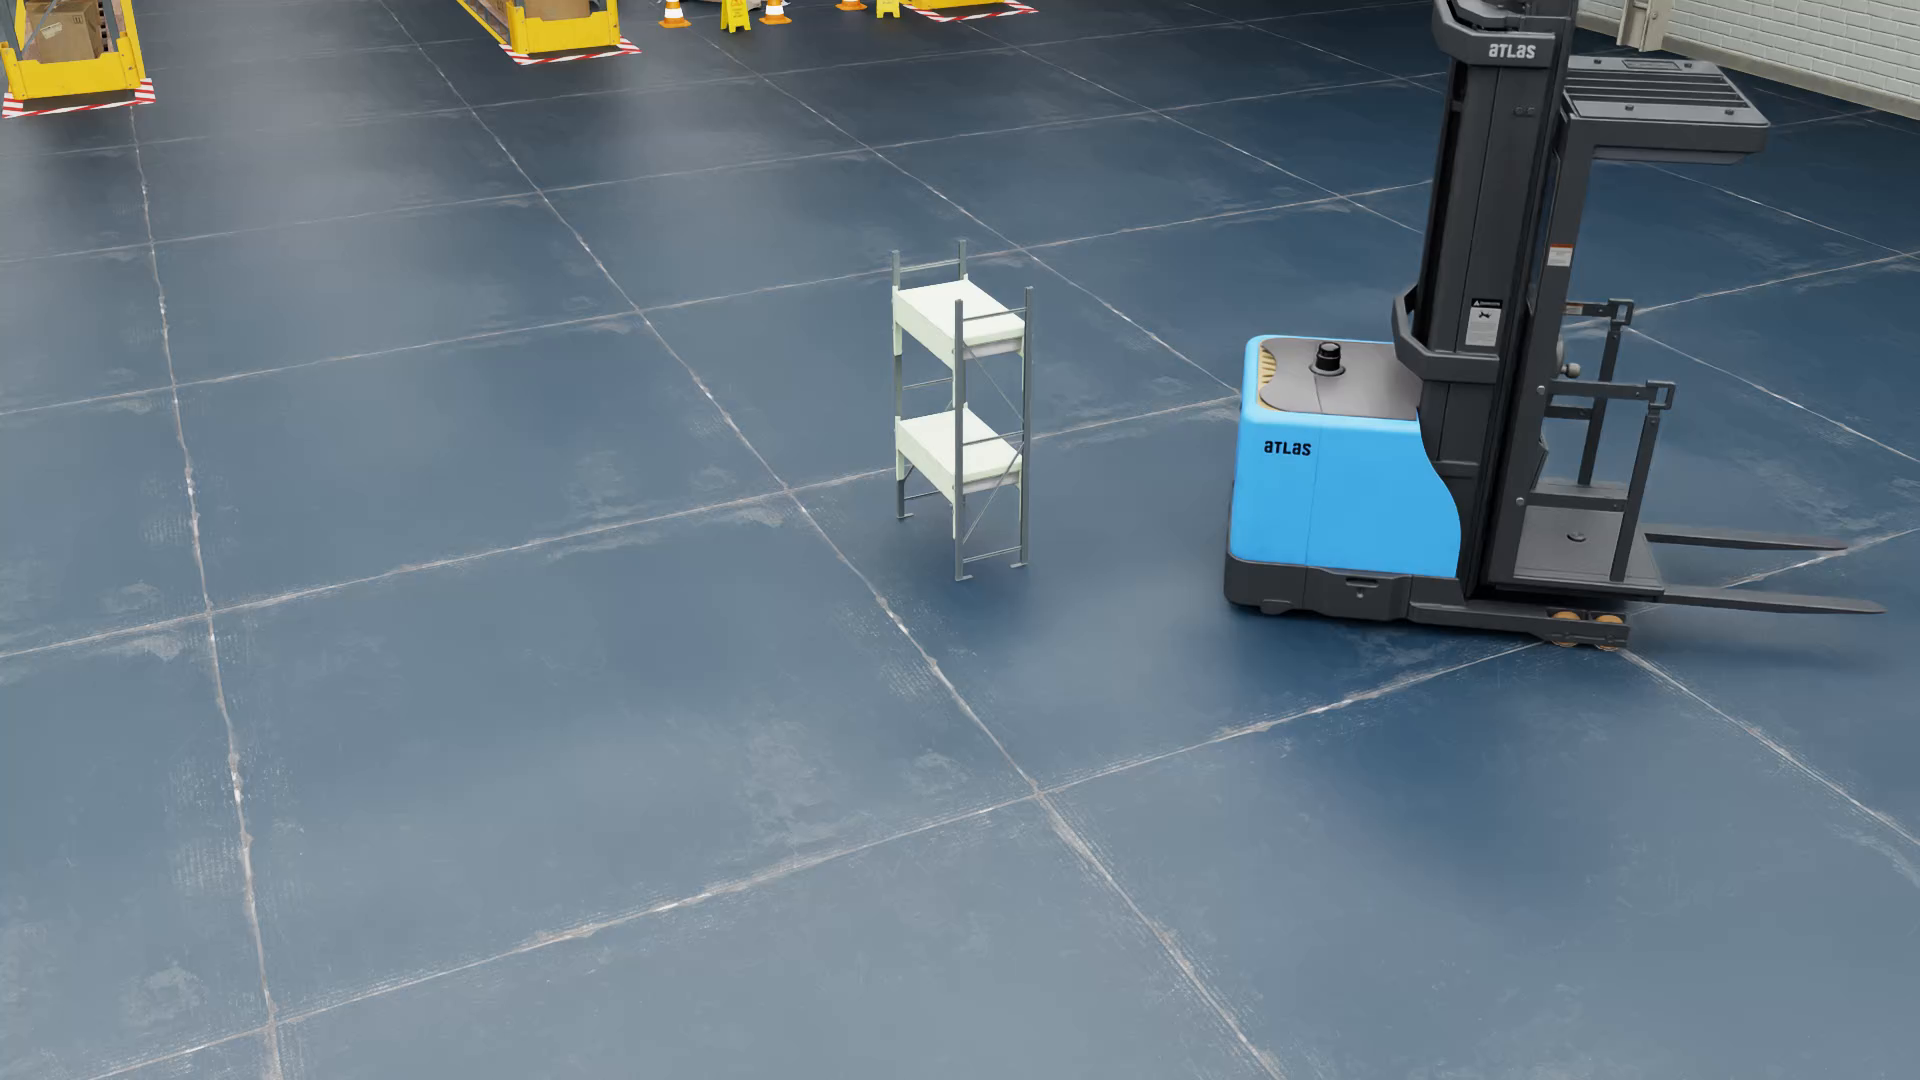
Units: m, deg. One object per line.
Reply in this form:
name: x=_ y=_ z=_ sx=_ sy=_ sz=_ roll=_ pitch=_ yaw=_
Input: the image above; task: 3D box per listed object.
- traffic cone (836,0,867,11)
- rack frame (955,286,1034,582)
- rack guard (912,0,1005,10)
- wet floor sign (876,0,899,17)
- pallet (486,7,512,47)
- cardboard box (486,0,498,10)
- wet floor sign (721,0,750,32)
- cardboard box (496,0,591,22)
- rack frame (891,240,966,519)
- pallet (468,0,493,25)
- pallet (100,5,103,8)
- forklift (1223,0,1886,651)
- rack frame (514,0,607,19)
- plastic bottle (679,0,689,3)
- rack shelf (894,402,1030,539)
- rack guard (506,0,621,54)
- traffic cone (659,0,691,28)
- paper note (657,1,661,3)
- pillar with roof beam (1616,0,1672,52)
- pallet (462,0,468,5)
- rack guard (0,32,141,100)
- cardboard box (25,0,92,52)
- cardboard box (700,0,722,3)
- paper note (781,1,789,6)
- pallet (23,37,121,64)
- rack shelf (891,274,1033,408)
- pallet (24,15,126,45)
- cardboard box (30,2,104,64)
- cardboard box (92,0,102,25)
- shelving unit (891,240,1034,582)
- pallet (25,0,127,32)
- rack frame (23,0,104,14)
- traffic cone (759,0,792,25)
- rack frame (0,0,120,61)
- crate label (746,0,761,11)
traffic cone: x=-1.333 y=-6.742 z=20.300 sx=0.336 sy=0.463 sz=0.334 roll=-13 pitch=32 yaw=-22
rack frame: x=0.160 y=-0.490 z=8.090 sx=0.400 sy=1.500 sz=0.023 roll=-13 pitch=32 yaw=-22
rack guard: x=-0.016 y=-6.873 z=20.496 sx=1.175 sy=0.500 sz=0.348 roll=-13 pitch=32 yaw=-22
wet floor sign: x=-0.869 y=-6.594 z=19.850 sx=0.267 sy=0.644 sz=0.232 roll=-3 pitch=29 yaw=-5
pallet: x=-4.825 y=-5.966 z=19.174 sx=1.003 sy=0.211 sz=1.213 roll=-13 pitch=32 yaw=-22
cardboard box: x=-5.141 y=-6.776 z=19.510 sx=0.875 sy=0.875 sz=0.875 roll=-14 pitch=32 yaw=-23
wet floor sign: x=-2.610 y=-6.222 z=19.186 sx=0.267 sy=0.644 sz=0.232 roll=-19 pitch=35 yaw=-30
cardboard box: x=-4.762 y=-6.388 z=18.818 sx=0.875 sy=0.875 sz=0.875 roll=-13 pitch=32 yaw=-22
rack frame: x=-0.154 y=-0.813 z=8.666 sx=0.400 sy=1.500 sz=0.023 roll=-13 pitch=32 yaw=-22
pallet: x=-5.345 y=-6.504 z=20.134 sx=1.003 sy=0.211 sz=1.213 roll=-13 pitch=32 yaw=-22
pallet: x=-10.987 y=-6.743 z=20.559 sx=1.003 sy=0.211 sz=1.213 roll=-13 pitch=32 yaw=-22
forklift: x=2.855 y=-1.038 z=7.605 sx=3.031 sy=2.935 sz=1.130 roll=5 pitch=30 yaw=8
rack frame: x=-4.411 y=-6.846 z=17.891 sx=1.000 sy=3.000 sz=0.127 roll=-13 pitch=32 yaw=-22
plastic bottle: x=-3.517 y=-6.765 z=20.752 sx=0.283 sy=0.061 sz=0.133 roll=26 pitch=38 yaw=38
rack shelf: x=0.003 y=-0.367 z=8.537 sx=0.431 sy=0.370 sz=0.720 roll=-13 pitch=32 yaw=-22
rack guard: x=-4.401 y=-5.745 z=18.484 sx=1.175 sy=0.500 sz=0.348 roll=-13 pitch=32 yaw=-22
traffic cone: x=-3.357 y=-6.272 z=19.462 sx=0.336 sy=0.463 sz=0.334 roll=-13 pitch=32 yaw=-22
paper note: x=-3.738 y=-6.695 z=20.679 sx=0.032 sy=0.001 sz=0.123 roll=2 pitch=29 yaw=4
pillar with roof beam: x=3.700 y=-8.533 z=14.766 sx=9.100 sy=9.000 sz=0.400 roll=-13 pitch=32 yaw=-22
pallet: x=-5.872 y=-7.044 z=21.096 sx=1.003 sy=0.211 sz=1.213 roll=-13 pitch=32 yaw=-22
rack guard: x=-8.967 y=-4.792 z=16.785 sx=1.175 sy=0.500 sz=0.348 roll=-13 pitch=32 yaw=-22
cardboard box: x=-9.475 y=-5.478 z=17.578 sx=0.500 sy=0.500 sz=0.500 roll=-5 pitch=30 yaw=-9
cardboard box: x=-3.024 y=-7.085 z=20.871 sx=0.637 sy=0.503 sz=0.797 roll=13 pitch=32 yaw=21
paper note: x=-2.187 y=-6.634 z=20.550 sx=0.142 sy=0.019 sz=0.148 roll=26 pitch=38 yaw=38
pallet: x=-9.284 y=-5.032 z=17.509 sx=1.003 sy=0.211 sz=1.213 roll=-13 pitch=32 yaw=-22
rack shelf: x=0.003 y=-0.992 z=8.187 sx=0.431 sy=0.370 sz=0.720 roll=-13 pitch=32 yaw=-22
pallet: x=-9.803 y=-5.571 z=18.468 sx=1.003 sy=0.211 sz=1.213 roll=-13 pitch=32 yaw=-22
cardboard box: x=-9.187 y=-5.221 z=17.120 sx=0.500 sy=0.500 sz=0.500 roll=-7 pitch=30 yaw=-13
cardboard box: x=-9.925 y=-6.014 z=18.535 sx=0.500 sy=0.500 sz=0.500 roll=-16 pitch=33 yaw=-26
shelving unit: x=0.003 y=-0.651 z=8.378 sx=0.431 sy=1.500 sz=0.755 roll=-13 pitch=32 yaw=-22
pallet: x=-10.331 y=-6.110 z=19.431 sx=1.003 sy=0.211 sz=1.213 roll=-13 pitch=32 yaw=-22
rack frame: x=-10.651 y=-7.616 z=19.265 sx=1.000 sy=3.000 sz=0.127 roll=-13 pitch=32 yaw=-22
traffic cone: x=-2.190 y=-6.359 z=19.617 sx=0.336 sy=0.463 sz=0.334 roll=-13 pitch=32 yaw=-22
rack frame: x=-8.934 y=-5.849 z=16.114 sx=1.000 sy=3.000 sz=0.127 roll=-13 pitch=32 yaw=-22
crate label: x=-2.583 y=-6.551 z=20.293 sx=0.298 sy=0.136 sz=0.250 roll=19 pitch=34 yaw=30
